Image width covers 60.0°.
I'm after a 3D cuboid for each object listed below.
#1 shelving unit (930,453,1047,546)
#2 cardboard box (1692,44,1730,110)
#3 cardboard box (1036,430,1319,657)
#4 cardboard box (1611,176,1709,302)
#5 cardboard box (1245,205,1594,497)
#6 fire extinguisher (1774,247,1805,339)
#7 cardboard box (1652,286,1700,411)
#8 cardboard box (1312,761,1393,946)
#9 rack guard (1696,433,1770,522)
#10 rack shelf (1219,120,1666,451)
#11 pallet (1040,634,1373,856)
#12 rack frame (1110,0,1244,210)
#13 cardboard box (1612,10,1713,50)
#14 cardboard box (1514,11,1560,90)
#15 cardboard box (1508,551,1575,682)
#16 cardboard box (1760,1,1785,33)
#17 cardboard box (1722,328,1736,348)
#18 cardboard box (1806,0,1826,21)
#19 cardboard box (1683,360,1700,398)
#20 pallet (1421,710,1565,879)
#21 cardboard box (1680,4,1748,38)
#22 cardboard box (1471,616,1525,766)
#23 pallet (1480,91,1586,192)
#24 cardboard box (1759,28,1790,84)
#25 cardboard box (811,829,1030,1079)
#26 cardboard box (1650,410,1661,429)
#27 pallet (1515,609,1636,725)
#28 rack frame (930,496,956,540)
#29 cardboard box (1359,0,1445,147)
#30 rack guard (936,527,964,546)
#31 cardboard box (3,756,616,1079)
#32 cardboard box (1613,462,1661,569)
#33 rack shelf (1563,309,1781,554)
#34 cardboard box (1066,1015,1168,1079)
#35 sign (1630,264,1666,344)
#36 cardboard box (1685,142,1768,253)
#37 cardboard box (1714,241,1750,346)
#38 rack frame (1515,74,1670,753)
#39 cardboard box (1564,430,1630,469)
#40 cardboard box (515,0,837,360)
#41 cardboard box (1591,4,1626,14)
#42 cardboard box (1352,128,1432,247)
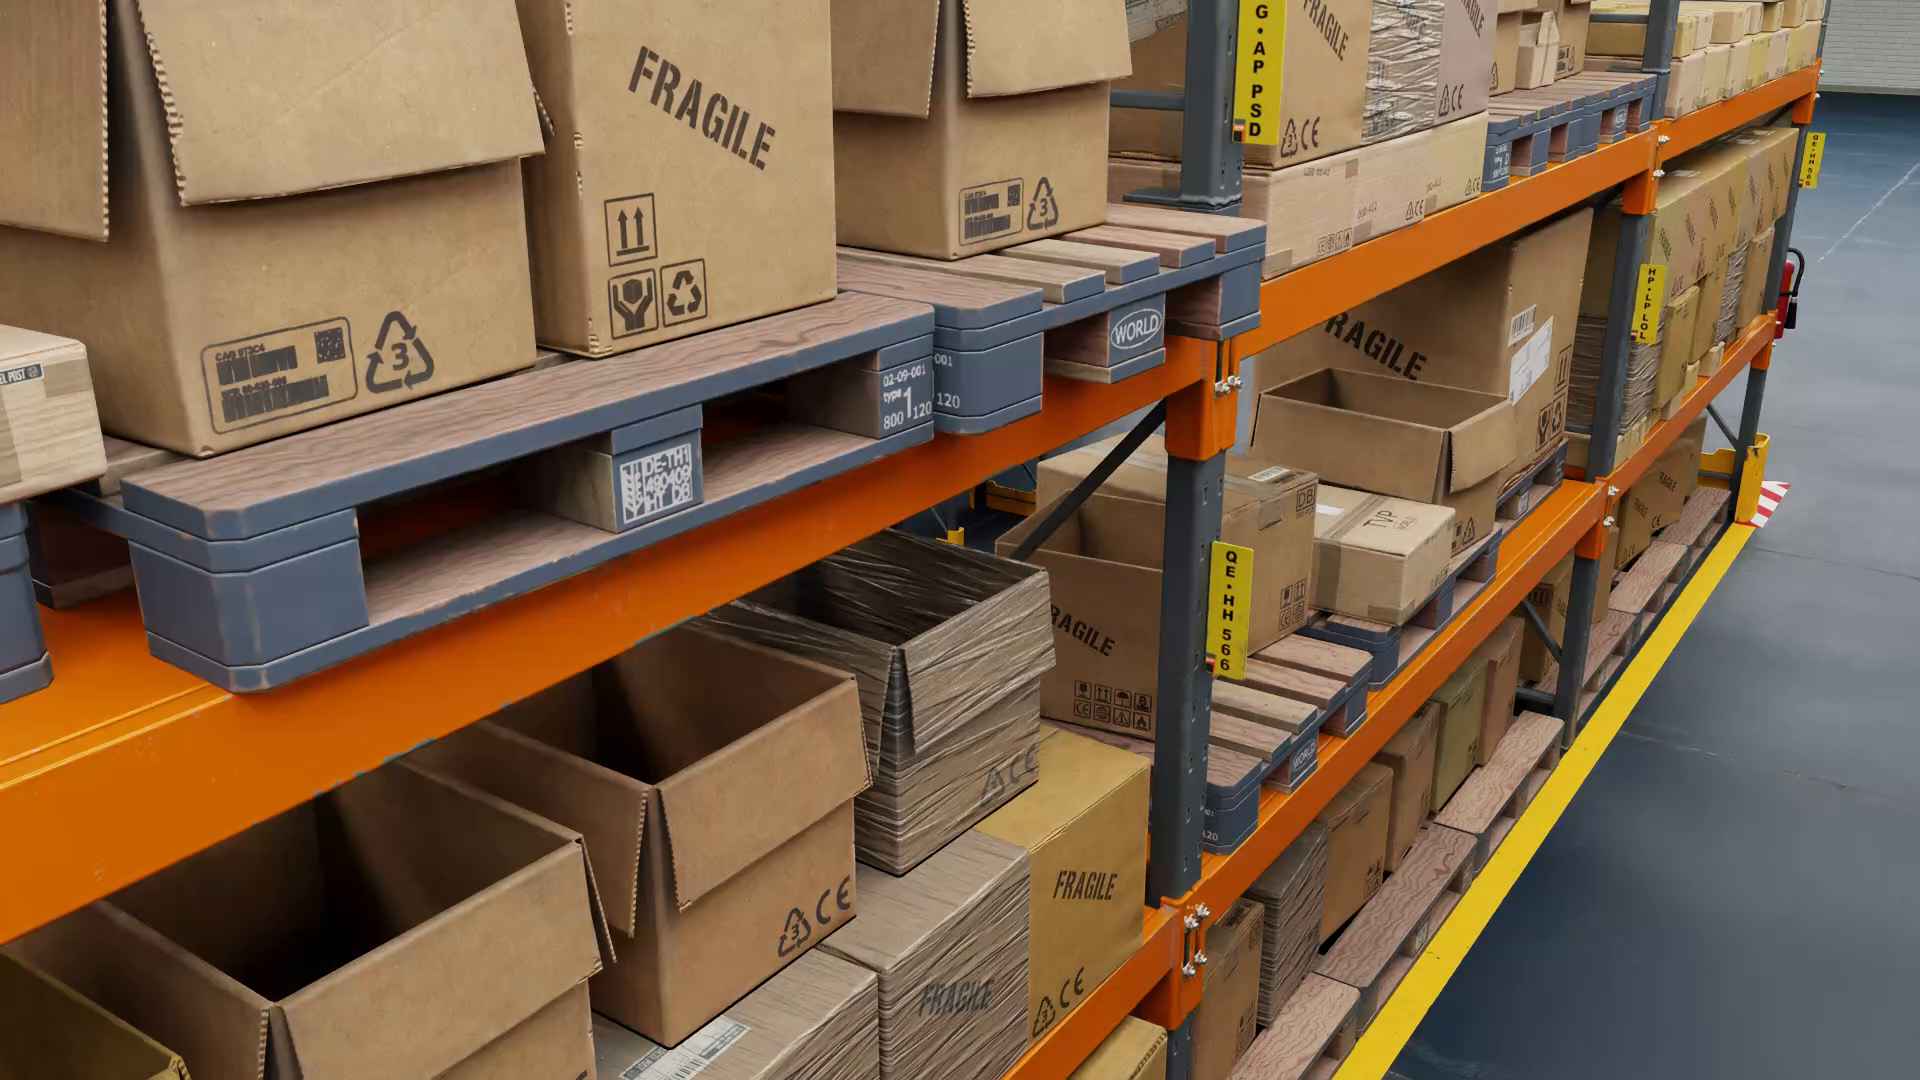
[{"bbox_3d":[0.043,-0.725,10.064,0.587,1.500,1.083,13,24,32],"label":"shelving unit"},{"bbox_3d":[3.164,-2.115,7.553,0.500,0.250,0.500,13,24,31],"label":"cardboard box"},{"bbox_3d":[0.659,0.014,5.153,0.700,0.500,0.500,18,27,40],"label":"cardboard box"},{"bbox_3d":[3.149,-1.426,7.781,0.500,0.500,0.500,13,24,32],"label":"cardboard box"},{"bbox_3d":[1.844,-0.825,6.701,1.000,1.000,1.000,13,24,32],"label":"cardboard box"},{"bbox_3d":[5.100,-1.601,10.382,0.296,0.674,0.183,13,24,32],"label":"fire extinguisher"},{"bbox_3d":[3.020,-0.987,8.037,0.875,0.500,0.500,13,24,32],"label":"cardboard box"},{"bbox_3d":[1.132,1.045,6.085,0.700,0.500,0.500,16,25,36],"label":"cardboard box"},{"bbox_3d":[4.612,-0.501,10.898,1.175,0.500,0.348,13,24,32],"label":"rack guard"},{"bbox_3d":[1.282,-1.043,5.473,1.077,0.370,4.000,13,24,32],"label":"rack shelf"},{"bbox_3d":[0.470,0.465,4.960,1.213,0.211,1.003,13,24,32],"label":"pallet"},{"bbox_3d":[0.158,-2.213,3.277,1.000,3.000,0.127,13,24,32],"label":"rack frame"},{"bbox_3d":[3.108,-2.267,7.389,0.380,0.149,0.250,13,24,32],"label":"cardboard box"},{"bbox_3d":[1.960,-1.799,6.068,0.396,0.266,0.258,14,25,34],"label":"cardboard box"},{"bbox_3d":[2.664,0.321,8.070,0.500,0.500,0.500,12,24,30],"label":"cardboard box"},{"bbox_3d":[4.019,-2.706,8.574,0.380,0.149,0.250,12,23,29],"label":"cardboard box"},{"bbox_3d":[4.273,-1.233,9.636,0.380,0.149,0.250,13,24,32],"label":"cardboard box"},{"bbox_3d":[4.757,-3.078,9.579,0.380,0.149,0.250,13,24,32],"label":"cardboard box"},{"bbox_3d":[3.608,-0.865,8.642,0.380,0.149,0.250,13,24,32],"label":"cardboard box"},{"bbox_3d":[1.970,0.984,7.299,1.003,0.211,1.213,13,24,32],"label":"pallet"},{"bbox_3d":[3.546,-2.485,7.978,0.380,0.149,0.250,13,24,31],"label":"cardboard box"},{"bbox_3d":[2.043,0.591,7.313,0.700,0.500,0.500,11,23,28],"label":"cardboard box"},{"bbox_3d":[1.391,-1.411,5.704,1.213,0.211,1.003,13,24,32],"label":"pallet"},{"bbox_3d":[4.020,-2.554,8.739,0.500,0.250,0.500,14,24,33],"label":"cardboard box"},{"bbox_3d":[-0.200,0.886,3.403,0.500,0.500,0.500,13,24,31],"label":"cardboard box"},{"bbox_3d":[3.177,-0.652,8.066,0.380,0.149,0.250,13,24,32],"label":"cardboard box"},{"bbox_3d":[2.754,0.561,8.443,1.003,0.211,1.213,13,24,32],"label":"pallet"},{"bbox_3d":[-0.238,-0.582,9.677,0.500,1.500,0.032,13,24,32],"label":"rack frame"},{"bbox_3d":[0.923,-1.317,4.313,0.500,0.500,0.500,13,24,32],"label":"cardboard box"},{"bbox_3d":[-0.237,0.004,9.894,0.587,0.250,0.087,13,24,32],"label":"rack guard"},{"bbox_3d":[-1.007,0.670,2.540,0.797,0.503,0.637,14,25,34],"label":"cardboard box"},{"bbox_3d":[3.615,-0.189,9.451,0.500,0.500,0.500,16,26,37],"label":"cardboard box"},{"bbox_3d":[3.530,-0.783,9.096,1.077,0.370,4.000,13,24,32],"label":"rack shelf"},{"bbox_3d":[-0.248,1.594,4.089,1.225,0.875,0.875,12,23,29],"label":"cardboard box"},{"bbox_3d":[2.867,-0.983,6.929,0.100,0.325,0.005,13,24,32],"label":"sign"},{"bbox_3d":[3.990,-1.857,8.946,0.500,0.500,0.500,13,24,32],"label":"cardboard box"},{"bbox_3d":[3.824,-1.427,9.226,0.875,0.500,0.500,13,24,32],"label":"cardboard box"},{"bbox_3d":[2.406,-0.547,7.420,1.000,3.000,0.127,13,24,32],"label":"rack frame"},{"bbox_3d":[2.776,-0.432,7.472,0.380,0.149,0.250,13,24,32],"label":"cardboard box"},{"bbox_3d":[-0.538,-0.596,2.480,0.500,0.500,0.500,15,25,35],"label":"cardboard box"},{"bbox_3d":[2.985,-2.512,8.049,0.380,0.149,0.250,14,25,34],"label":"cardboard box"},{"bbox_3d":[0.921,-0.968,4.451,0.500,0.250,0.500,14,24,33],"label":"cardboard box"}]
